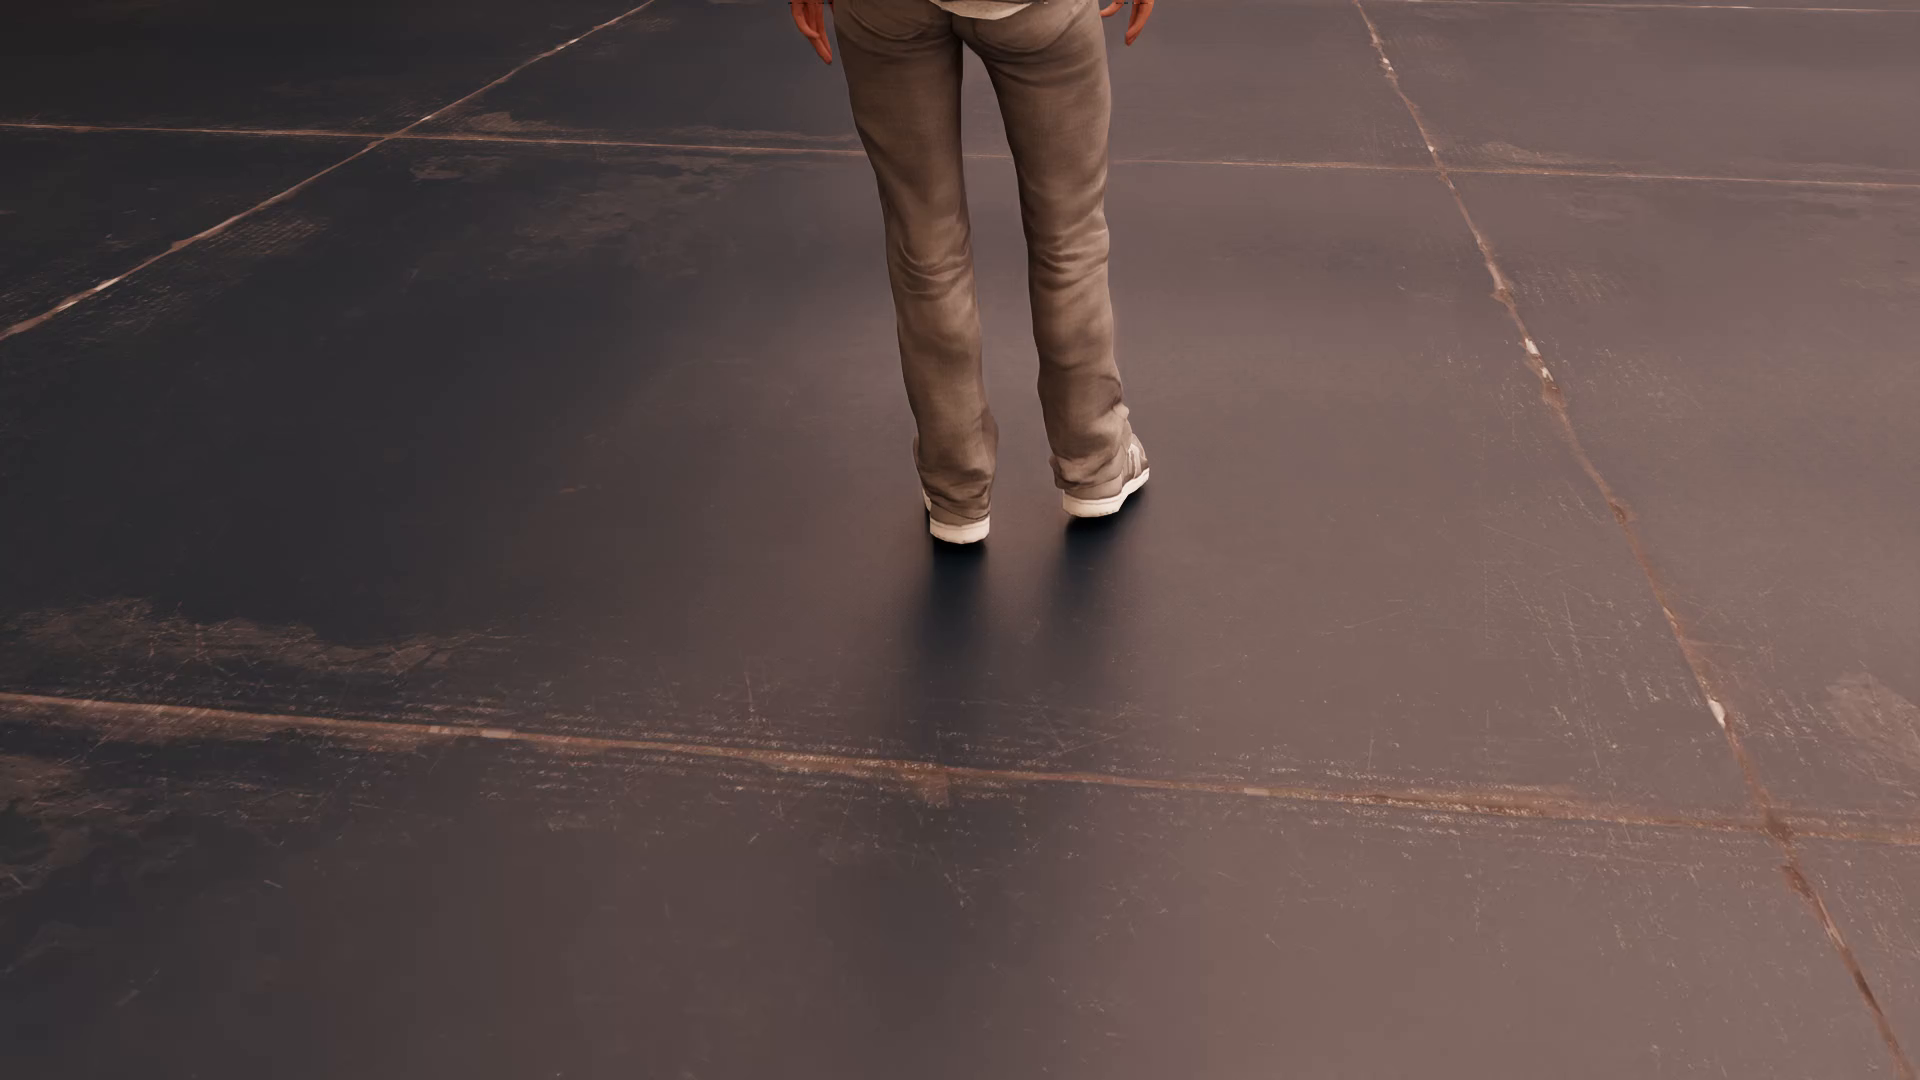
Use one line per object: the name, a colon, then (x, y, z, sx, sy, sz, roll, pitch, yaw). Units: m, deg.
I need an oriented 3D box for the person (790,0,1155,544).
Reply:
person: (0.024, -0.753, 2.205, 0.521, 1.599, 0.473, 3, 27, 7)
